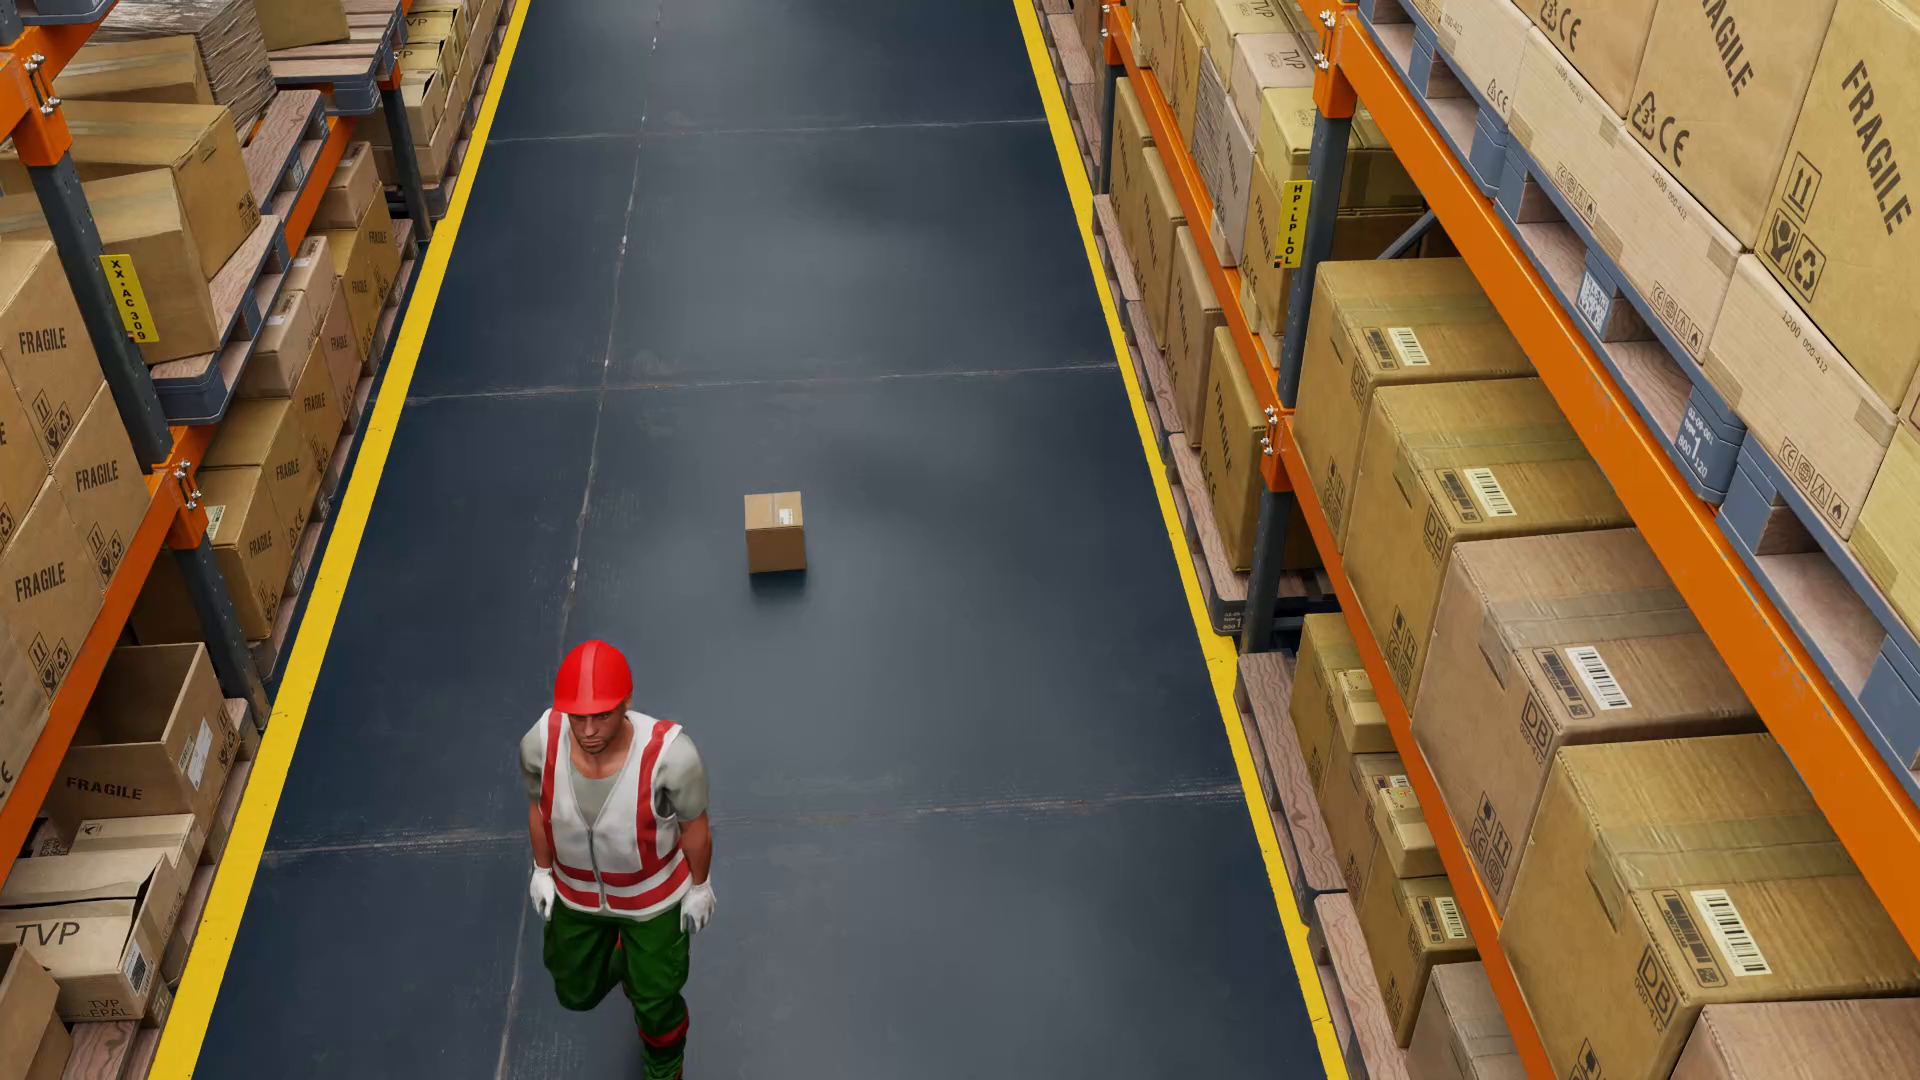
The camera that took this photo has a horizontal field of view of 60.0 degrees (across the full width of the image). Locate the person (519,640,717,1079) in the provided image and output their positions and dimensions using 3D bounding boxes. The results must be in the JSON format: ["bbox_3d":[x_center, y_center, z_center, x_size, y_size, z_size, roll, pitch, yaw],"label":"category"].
[{"bbox_3d":[-0.986,0.979,4.873,0.560,1.777,0.626,6,39,7],"label":"person"}]
